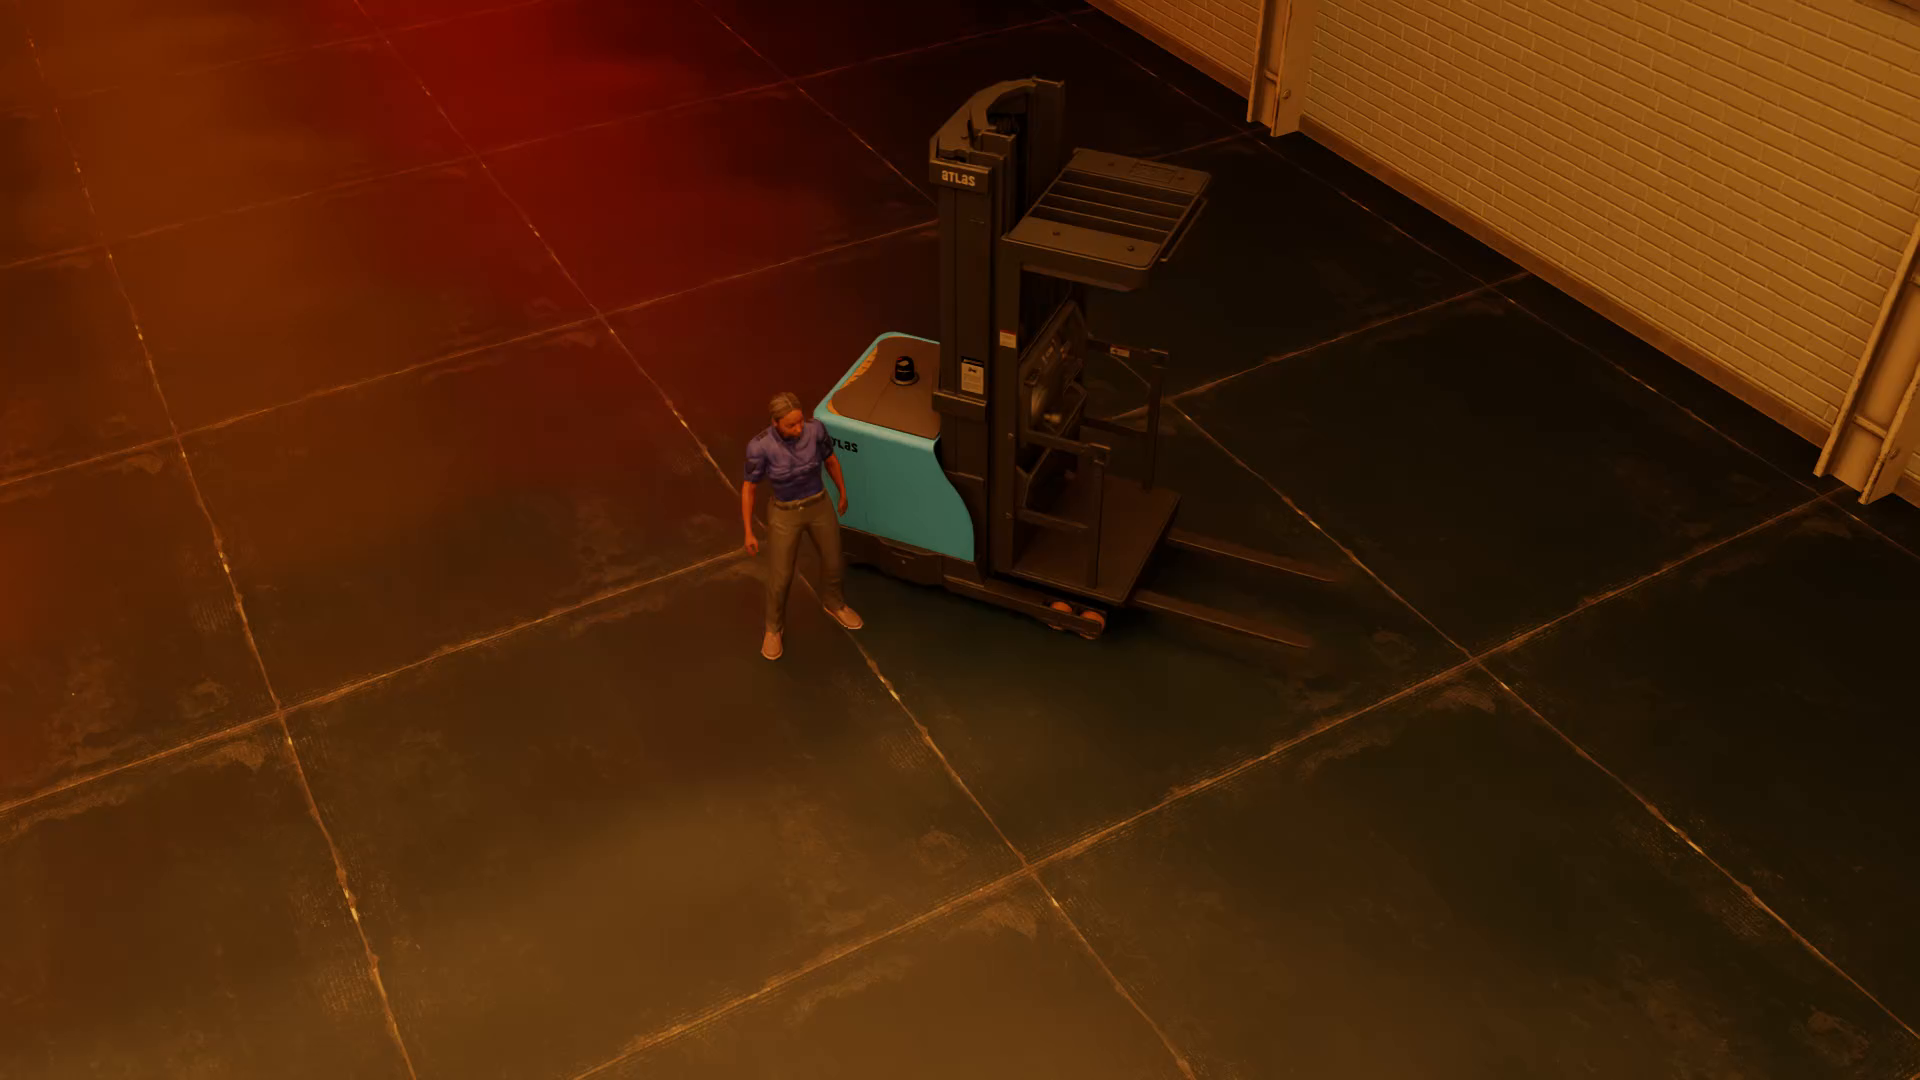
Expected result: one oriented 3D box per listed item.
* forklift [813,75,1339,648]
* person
[{"bbox_3d":[0.699,-0.941,9.171,3.031,2.935,1.130,16,42,18],"label":"forklift"},{"bbox_3d":[-0.899,-0.112,9.184,0.650,1.661,0.363,-16,42,-19],"label":"person"}]
